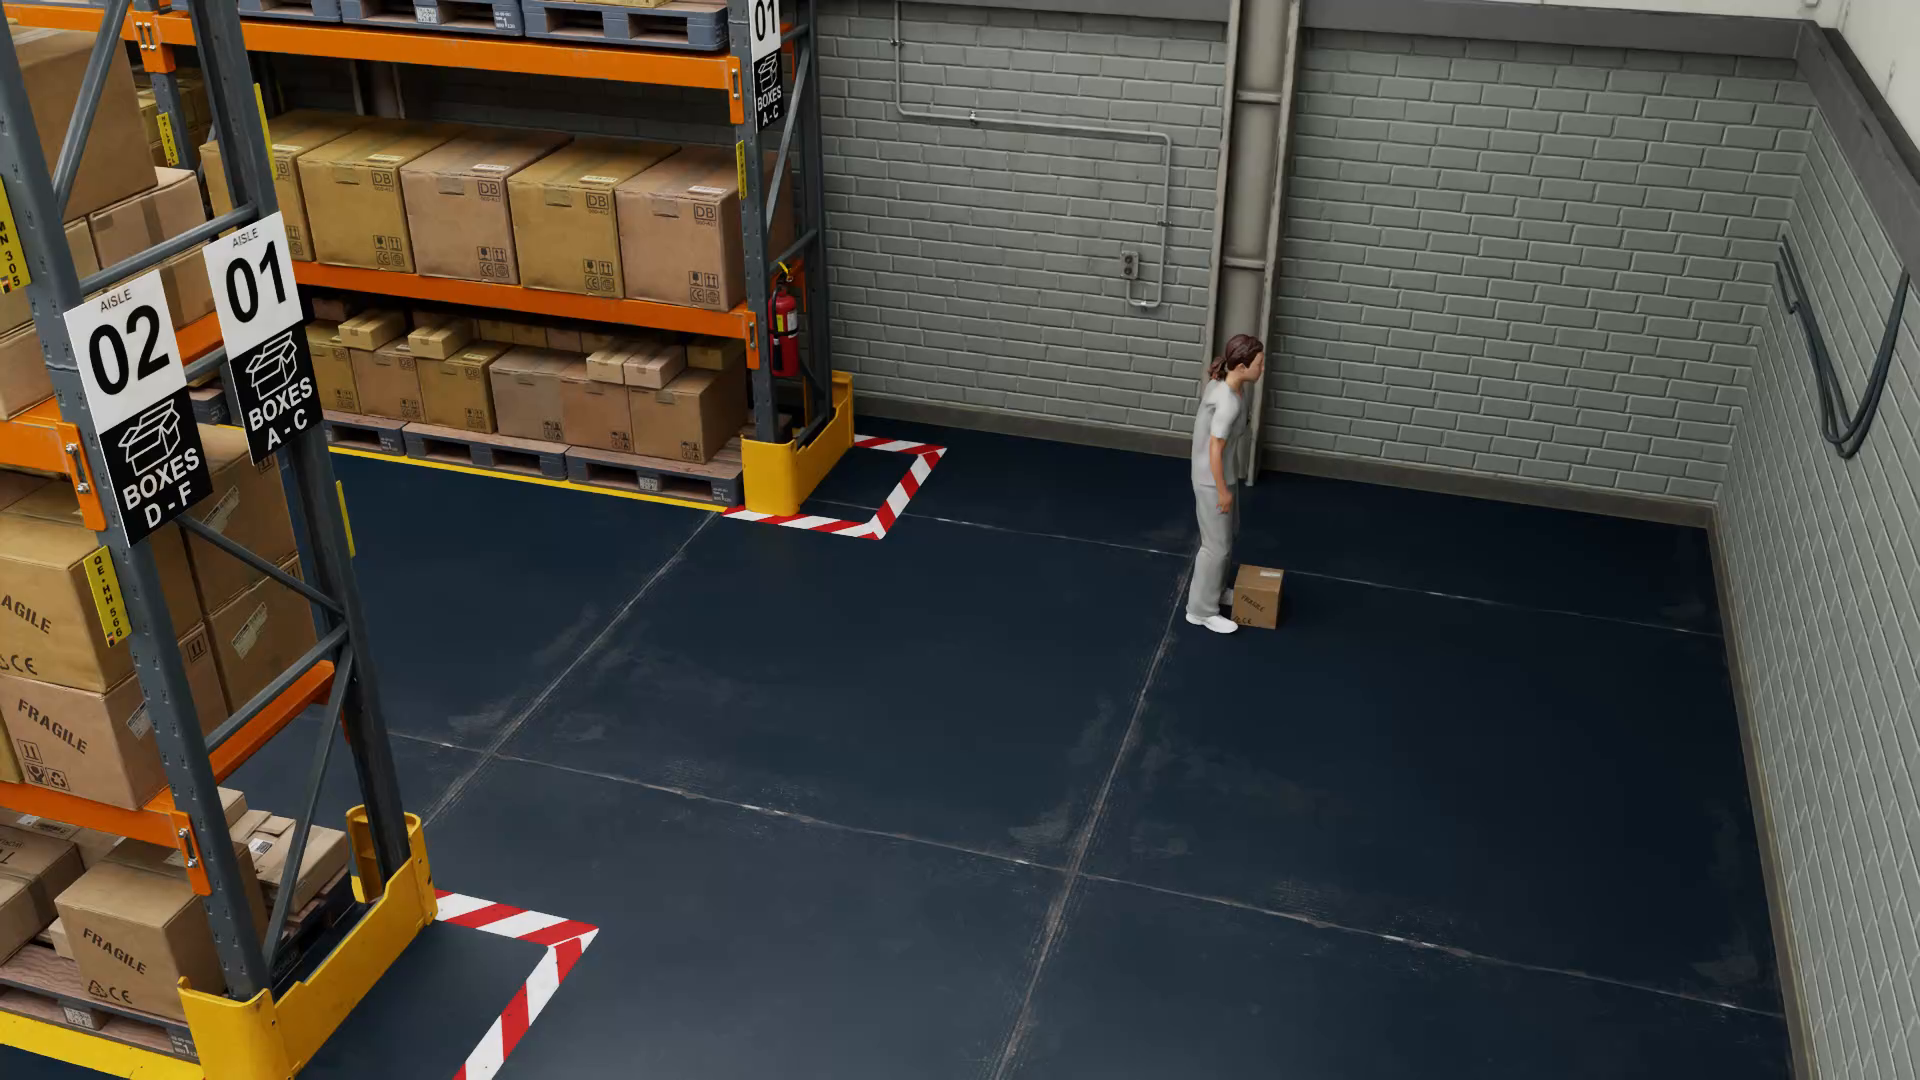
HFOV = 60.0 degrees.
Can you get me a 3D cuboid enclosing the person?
[{"bbox_3d":[1.440,-0.333,9.097,0.364,1.671,0.513,7,30,12],"label":"person"}]
